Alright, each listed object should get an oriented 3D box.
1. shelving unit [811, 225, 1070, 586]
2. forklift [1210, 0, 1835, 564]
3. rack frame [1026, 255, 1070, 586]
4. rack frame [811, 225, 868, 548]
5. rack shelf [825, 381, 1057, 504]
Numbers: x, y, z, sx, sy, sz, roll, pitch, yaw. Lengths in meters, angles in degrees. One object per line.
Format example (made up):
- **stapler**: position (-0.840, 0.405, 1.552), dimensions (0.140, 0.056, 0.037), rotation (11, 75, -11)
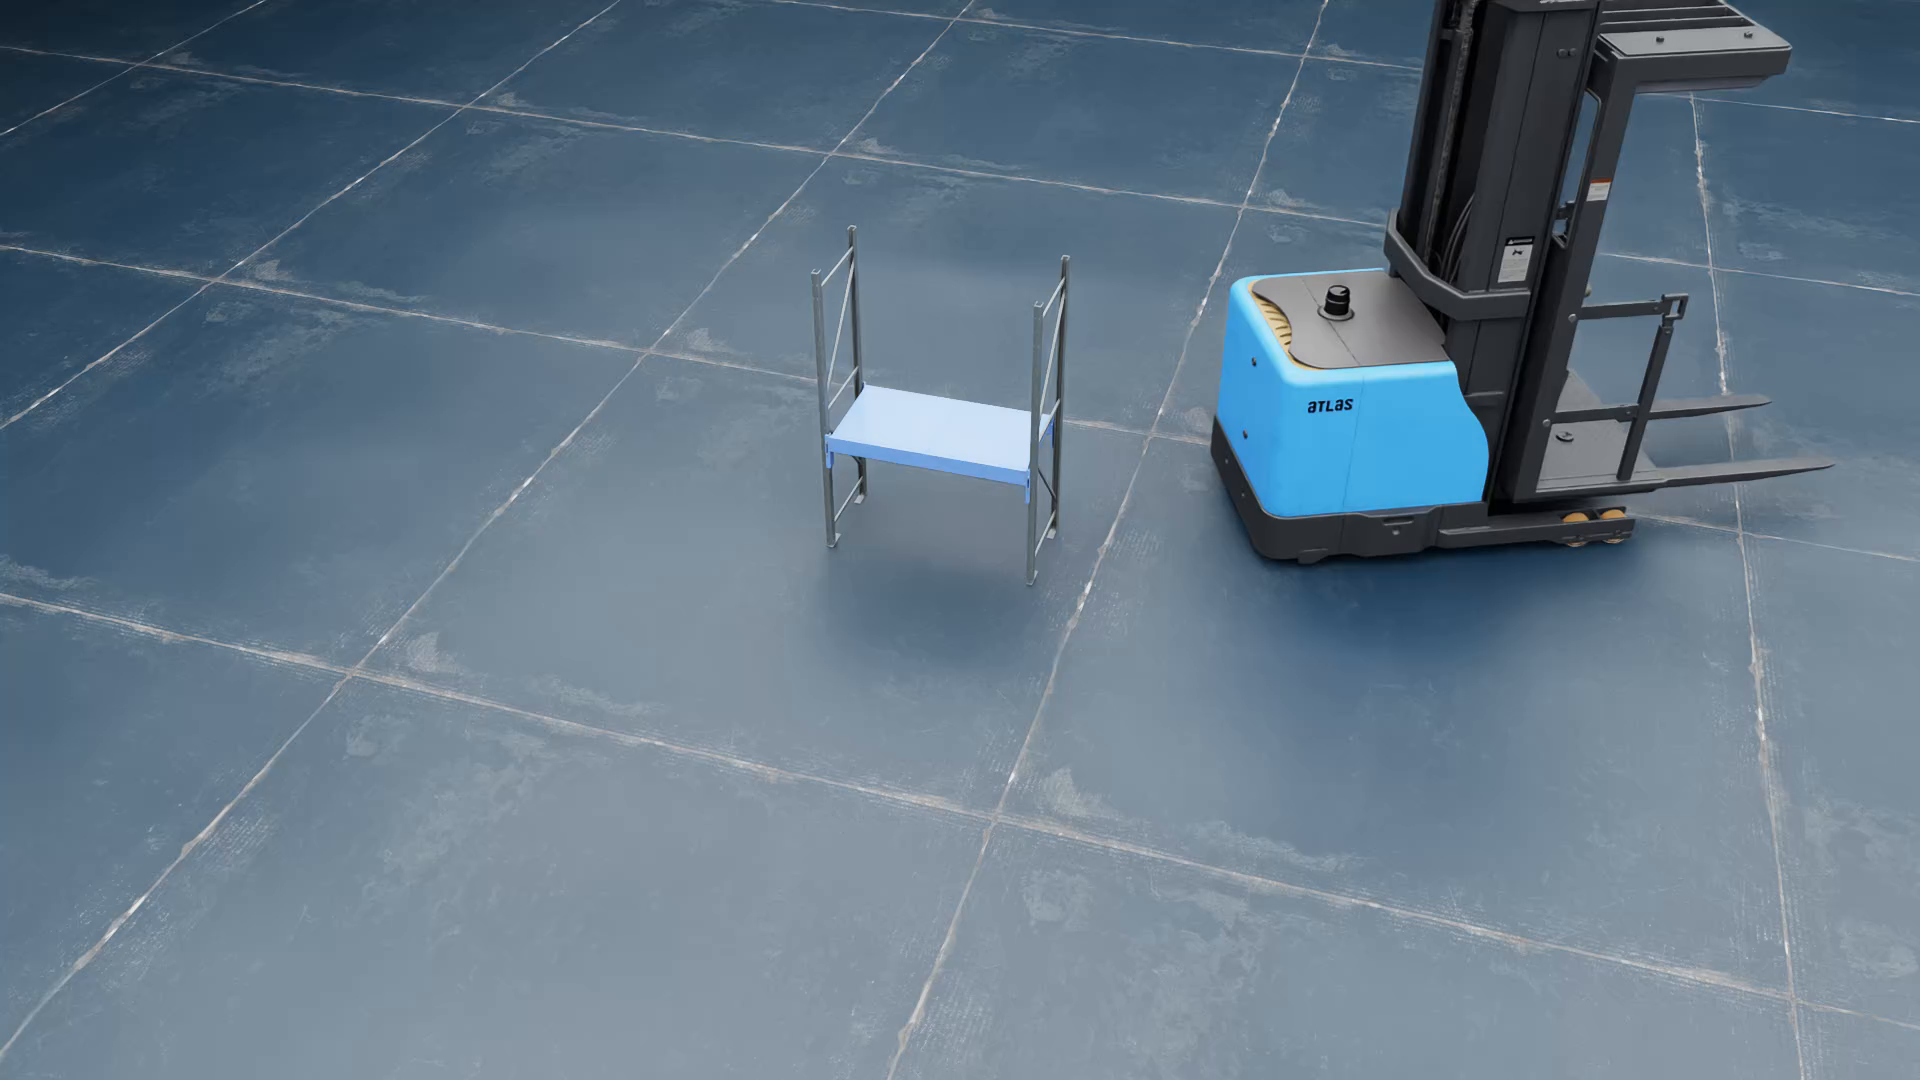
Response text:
- **shelving unit**: position (-0.081, -0.619, 7.826), dimensions (1.048, 1.500, 0.538), rotation (10, 38, 14)
- **forklift**: position (2.877, -1.454, 7.752), dimensions (3.031, 2.935, 1.130), rotation (-5, 37, -6)
- **rack frame**: position (0.404, -0.529, 7.704), dimensions (0.032, 1.500, 0.500), rotation (10, 38, 14)
- **rack frame**: position (-0.567, -0.709, 7.948), dimensions (0.032, 1.500, 0.500), rotation (10, 38, 14)
- **rack shelf**: position (-0.081, -0.474, 7.933), dimensions (1.000, 0.185, 0.538), rotation (10, 38, 14)
